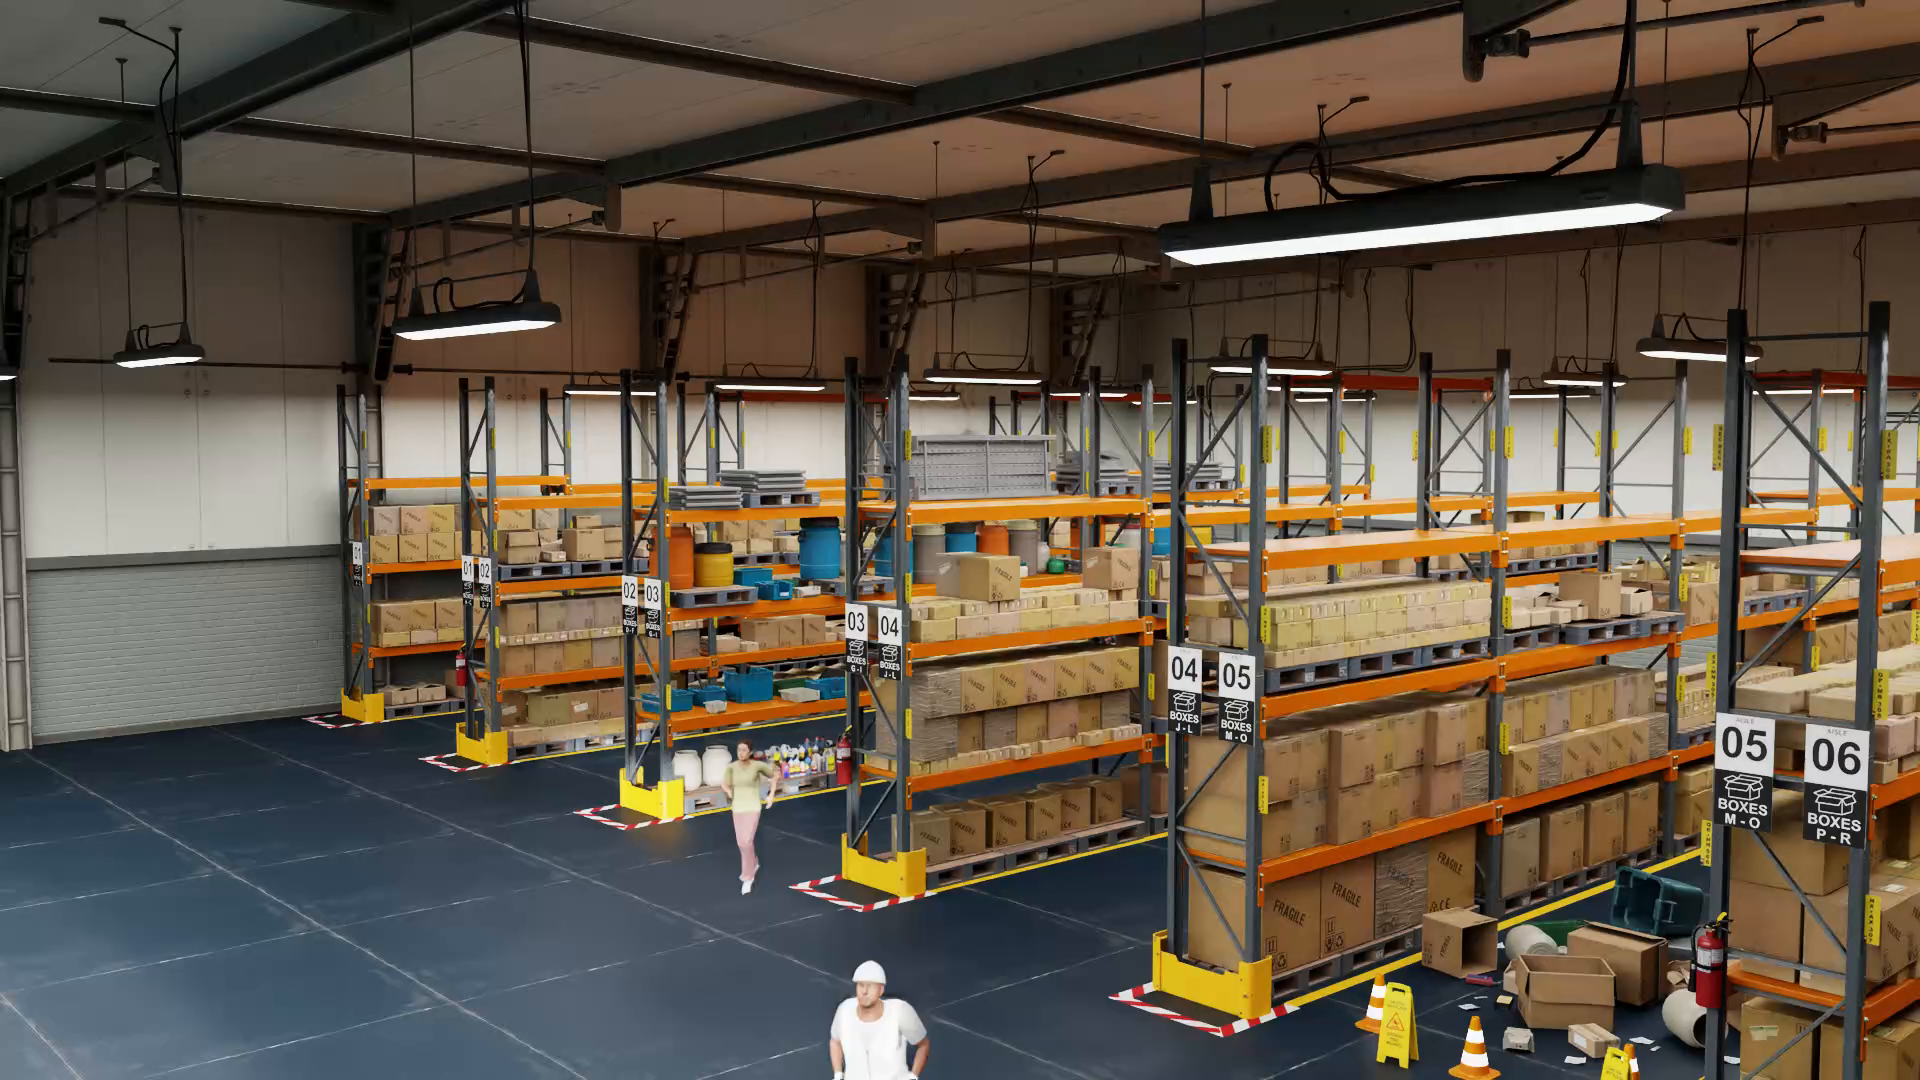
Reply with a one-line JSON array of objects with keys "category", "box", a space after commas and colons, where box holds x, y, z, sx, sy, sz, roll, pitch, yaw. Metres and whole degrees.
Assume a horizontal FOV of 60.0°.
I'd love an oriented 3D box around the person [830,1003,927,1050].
[{"category": "person", "box": [-0.529, 3.703, 10.768, 0.653, 1.503, 0.831, 1, 4, 9]}]
